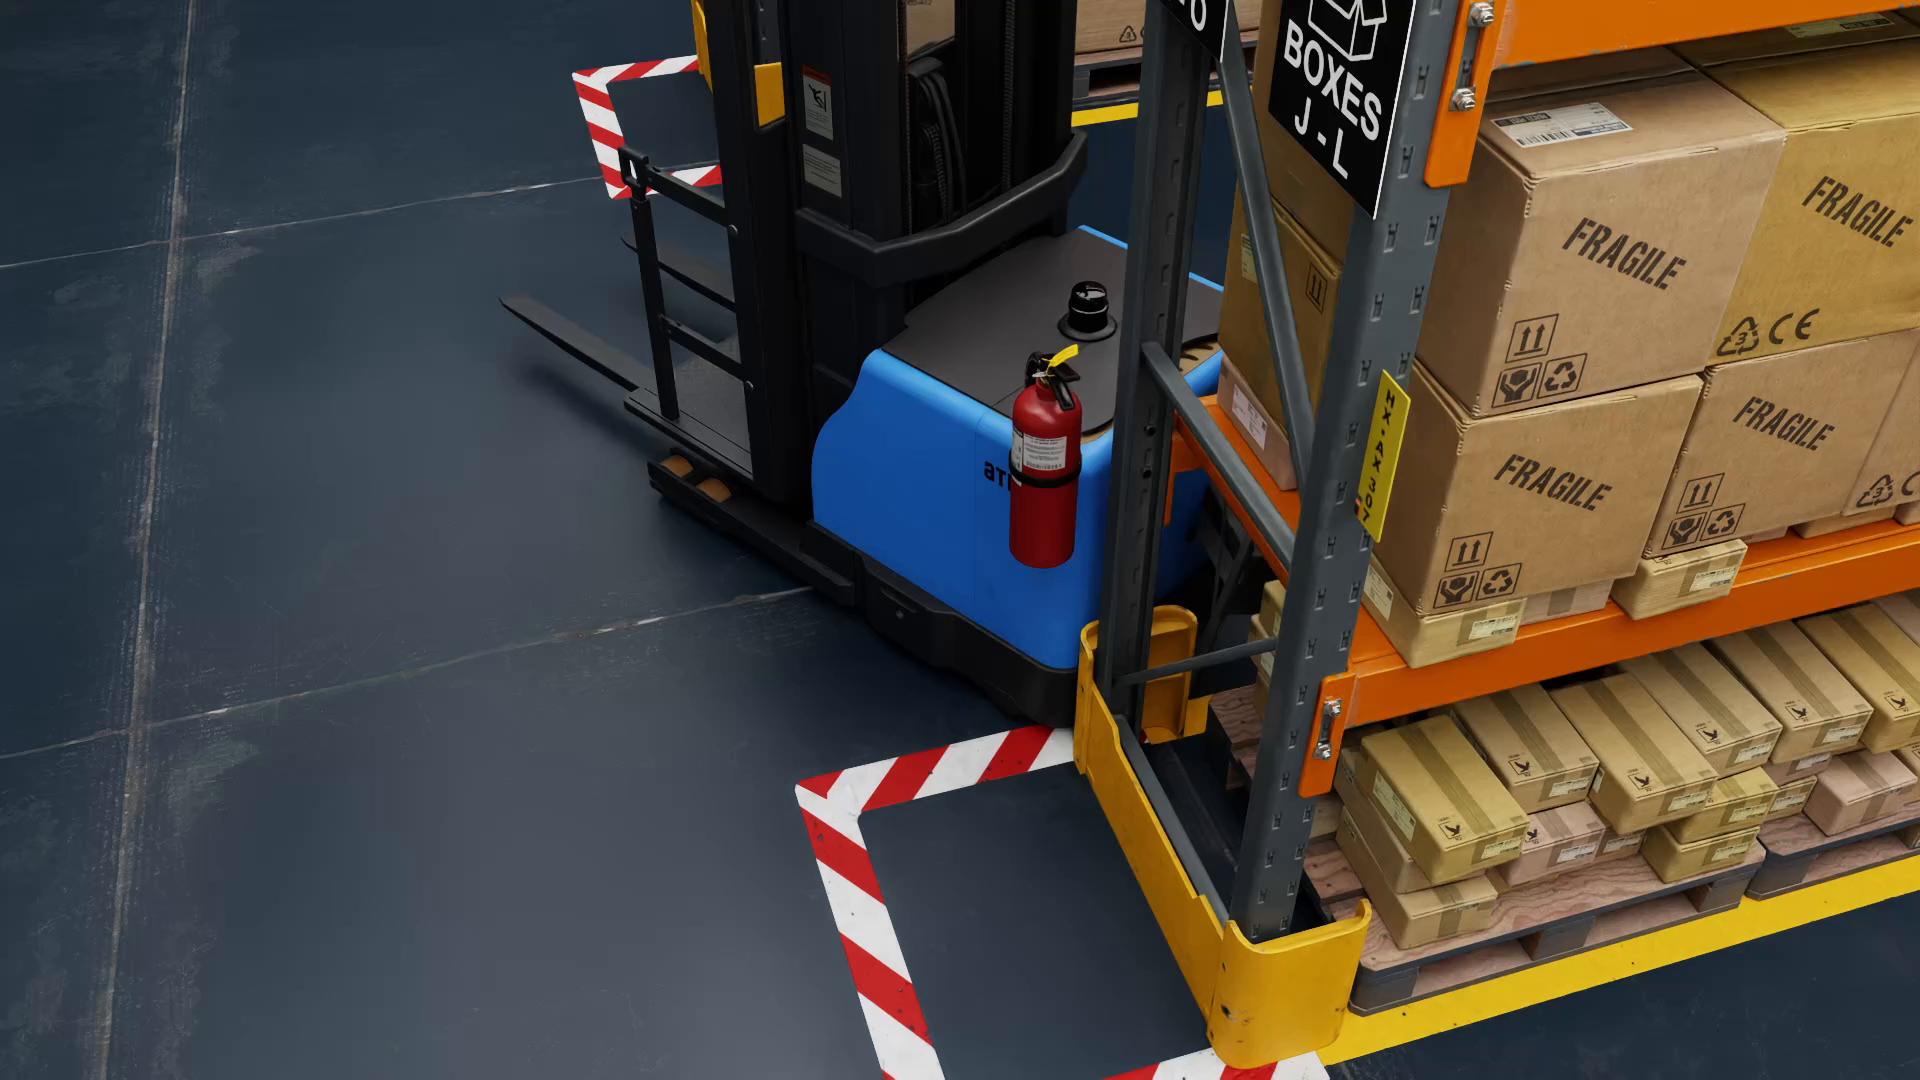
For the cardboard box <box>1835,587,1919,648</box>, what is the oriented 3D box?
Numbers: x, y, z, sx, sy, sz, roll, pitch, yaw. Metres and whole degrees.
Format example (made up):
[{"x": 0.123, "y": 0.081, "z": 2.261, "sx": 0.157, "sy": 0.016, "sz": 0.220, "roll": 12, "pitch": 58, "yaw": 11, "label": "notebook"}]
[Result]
[{"x": 2.652, "y": 0.257, "z": 4.572, "sx": 0.250, "sy": 0.149, "sz": 0.380, "roll": -12, "pitch": 42, "yaw": -13, "label": "cardboard box"}]

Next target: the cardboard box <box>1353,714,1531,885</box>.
[{"x": 1.191, "y": 0.639, "z": 4.134, "sx": 0.250, "sy": 0.149, "sz": 0.380, "roll": -14, "pitch": 43, "yaw": -15, "label": "cardboard box"}]

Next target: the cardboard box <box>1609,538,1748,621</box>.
[{"x": 1.500, "y": -0.022, "z": 3.686, "sx": 0.250, "sy": 0.149, "sz": 0.380, "roll": -13, "pitch": 43, "yaw": -14, "label": "cardboard box"}]

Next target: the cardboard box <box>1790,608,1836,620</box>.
[{"x": 2.508, "y": 0.215, "z": 5.072, "sx": 0.250, "sy": 0.149, "sz": 0.380, "roll": -11, "pitch": 42, "yaw": -12, "label": "cardboard box"}]

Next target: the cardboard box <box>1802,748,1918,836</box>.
[{"x": 2.401, "y": 0.608, "z": 4.622, "sx": 0.250, "sy": 0.149, "sz": 0.380, "roll": -14, "pitch": 43, "yaw": -15, "label": "cardboard box"}]

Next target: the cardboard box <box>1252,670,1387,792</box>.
[{"x": 1.029, "y": 0.518, "z": 4.724, "sx": 0.250, "sy": 0.149, "sz": 0.380, "roll": -11, "pitch": 42, "yaw": -12, "label": "cardboard box"}]

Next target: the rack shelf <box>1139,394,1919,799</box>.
[{"x": 2.497, "y": -0.286, "z": 4.345, "sx": 4.000, "sy": 0.370, "sz": 1.077, "roll": -12, "pitch": 42, "yaw": -13, "label": "rack shelf"}]

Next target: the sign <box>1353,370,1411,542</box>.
[{"x": 0.753, "y": -0.148, "z": 2.981, "sx": 0.005, "sy": 0.325, "sz": 0.100, "roll": -12, "pitch": 42, "yaw": -13, "label": "sign"}]

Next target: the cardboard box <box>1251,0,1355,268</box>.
[{"x": 0.951, "y": -0.935, "z": 3.478, "sx": 0.500, "sy": 0.500, "sz": 0.500, "roll": -13, "pitch": 43, "yaw": -14, "label": "cardboard box"}]

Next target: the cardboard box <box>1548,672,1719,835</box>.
[{"x": 1.697, "y": 0.540, "z": 4.248, "sx": 0.250, "sy": 0.149, "sz": 0.380, "roll": -12, "pitch": 43, "yaw": -13, "label": "cardboard box"}]

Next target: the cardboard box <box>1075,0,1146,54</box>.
[{"x": 0.476, "y": -2.821, "z": 8.327, "sx": 0.875, "sy": 0.438, "sz": 0.875, "roll": -11, "pitch": 42, "yaw": -12, "label": "cardboard box"}]

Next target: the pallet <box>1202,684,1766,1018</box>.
[{"x": 1.448, "y": 0.735, "z": 4.749, "sx": 1.213, "sy": 0.211, "sz": 1.003, "roll": -12, "pitch": 42, "yaw": -13, "label": "pallet"}]

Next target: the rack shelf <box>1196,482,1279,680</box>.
[{"x": 0.939, "y": 0.090, "z": 5.057, "sx": 0.480, "sy": 0.518, "sz": 0.431, "roll": 0, "pitch": 40, "yaw": -20, "label": "rack shelf"}]

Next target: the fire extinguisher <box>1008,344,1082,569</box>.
[{"x": 0.211, "y": -0.232, "z": 4.078, "sx": 0.183, "sy": 0.674, "sz": 0.296, "roll": -12, "pitch": 42, "yaw": -13, "label": "fire extinguisher"}]

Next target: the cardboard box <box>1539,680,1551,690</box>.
[{"x": 1.522, "y": 0.406, "z": 4.853, "sx": 0.250, "sy": 0.149, "sz": 0.380, "roll": -12, "pitch": 43, "yaw": -13, "label": "cardboard box"}]

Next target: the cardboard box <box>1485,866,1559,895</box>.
[{"x": 1.411, "y": 0.748, "z": 4.462, "sx": 0.250, "sy": 0.149, "sz": 0.380, "roll": -12, "pitch": 43, "yaw": -13, "label": "cardboard box"}]

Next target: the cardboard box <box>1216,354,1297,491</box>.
[{"x": 0.816, "y": -0.309, "z": 4.015, "sx": 0.250, "sy": 0.149, "sz": 0.380, "roll": -12, "pitch": 42, "yaw": -13, "label": "cardboard box"}]

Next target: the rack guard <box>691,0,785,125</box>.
[{"x": -1.017, "y": -2.302, "z": 8.005, "sx": 0.348, "sy": 0.500, "sz": 1.175, "roll": -12, "pitch": 42, "yaw": -13, "label": "rack guard"}]

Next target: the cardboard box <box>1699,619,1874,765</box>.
[{"x": 2.176, "y": 0.390, "z": 4.420, "sx": 0.250, "sy": 0.149, "sz": 0.380, "roll": -10, "pitch": 42, "yaw": -11, "label": "cardboard box"}]

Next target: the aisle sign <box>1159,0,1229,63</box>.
[{"x": 0.430, "y": -1.315, "z": 2.999, "sx": 0.004, "sy": 0.787, "sz": 0.394, "roll": -12, "pitch": 42, "yaw": -13, "label": "aisle sign"}]

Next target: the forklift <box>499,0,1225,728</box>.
[{"x": -0.461, "y": -1.379, "z": 5.101, "sx": 3.031, "sy": 2.935, "sz": 1.130, "roll": 31, "pitch": 50, "yaw": 30, "label": "forklift"}]

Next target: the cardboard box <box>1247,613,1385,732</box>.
[{"x": 1.007, "y": 0.358, "z": 4.682, "sx": 0.250, "sy": 0.149, "sz": 0.380, "roll": -13, "pitch": 43, "yaw": -14, "label": "cardboard box"}]

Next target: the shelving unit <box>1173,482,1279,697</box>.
[{"x": 1.093, "y": -0.458, "z": 4.627, "sx": 0.503, "sy": 2.100, "sz": 0.431, "roll": 0, "pitch": 40, "yaw": -20, "label": "shelving unit"}]

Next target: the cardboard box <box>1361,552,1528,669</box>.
[{"x": 0.997, "y": 0.074, "z": 3.576, "sx": 0.250, "sy": 0.149, "sz": 0.380, "roll": -12, "pitch": 43, "yaw": -13, "label": "cardboard box"}]

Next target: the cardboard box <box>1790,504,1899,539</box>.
[{"x": 1.972, "y": -0.197, "z": 3.887, "sx": 0.250, "sy": 0.149, "sz": 0.380, "roll": -12, "pitch": 43, "yaw": -13, "label": "cardboard box"}]

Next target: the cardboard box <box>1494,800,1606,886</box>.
[{"x": 1.445, "y": 0.680, "z": 4.313, "sx": 0.250, "sy": 0.149, "sz": 0.380, "roll": -12, "pitch": 43, "yaw": -13, "label": "cardboard box"}]

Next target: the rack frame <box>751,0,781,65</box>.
[{"x": -0.994, "y": -3.249, "z": 7.188, "sx": 0.127, "sy": 3.000, "sz": 1.000, "roll": -12, "pitch": 42, "yaw": -13, "label": "rack frame"}]

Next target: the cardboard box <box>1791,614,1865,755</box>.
[{"x": 2.400, "y": 0.402, "z": 4.632, "sx": 0.250, "sy": 0.149, "sz": 0.380, "roll": -10, "pitch": 42, "yaw": -11, "label": "cardboard box"}]

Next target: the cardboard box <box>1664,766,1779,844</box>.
[{"x": 1.929, "y": 0.594, "z": 4.412, "sx": 0.250, "sy": 0.149, "sz": 0.380, "roll": -10, "pitch": 42, "yaw": -12, "label": "cardboard box"}]

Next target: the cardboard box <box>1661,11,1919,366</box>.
[{"x": 1.577, "y": -0.714, "z": 3.226, "sx": 0.500, "sy": 0.500, "sz": 0.500, "roll": -11, "pitch": 42, "yaw": -12, "label": "cardboard box"}]

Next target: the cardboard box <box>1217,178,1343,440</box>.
[{"x": 0.941, "y": -0.562, "z": 3.811, "sx": 0.500, "sy": 0.500, "sz": 0.500, "roll": -11, "pitch": 42, "yaw": -12, "label": "cardboard box"}]

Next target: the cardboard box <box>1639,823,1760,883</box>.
[{"x": 1.922, "y": 0.712, "z": 4.502, "sx": 0.250, "sy": 0.149, "sz": 0.380, "roll": -11, "pitch": 42, "yaw": -13, "label": "cardboard box"}]

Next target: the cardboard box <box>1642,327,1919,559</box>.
[{"x": 1.604, "y": -0.349, "z": 3.567, "sx": 0.500, "sy": 0.500, "sz": 0.500, "roll": -12, "pitch": 42, "yaw": -13, "label": "cardboard box"}]
